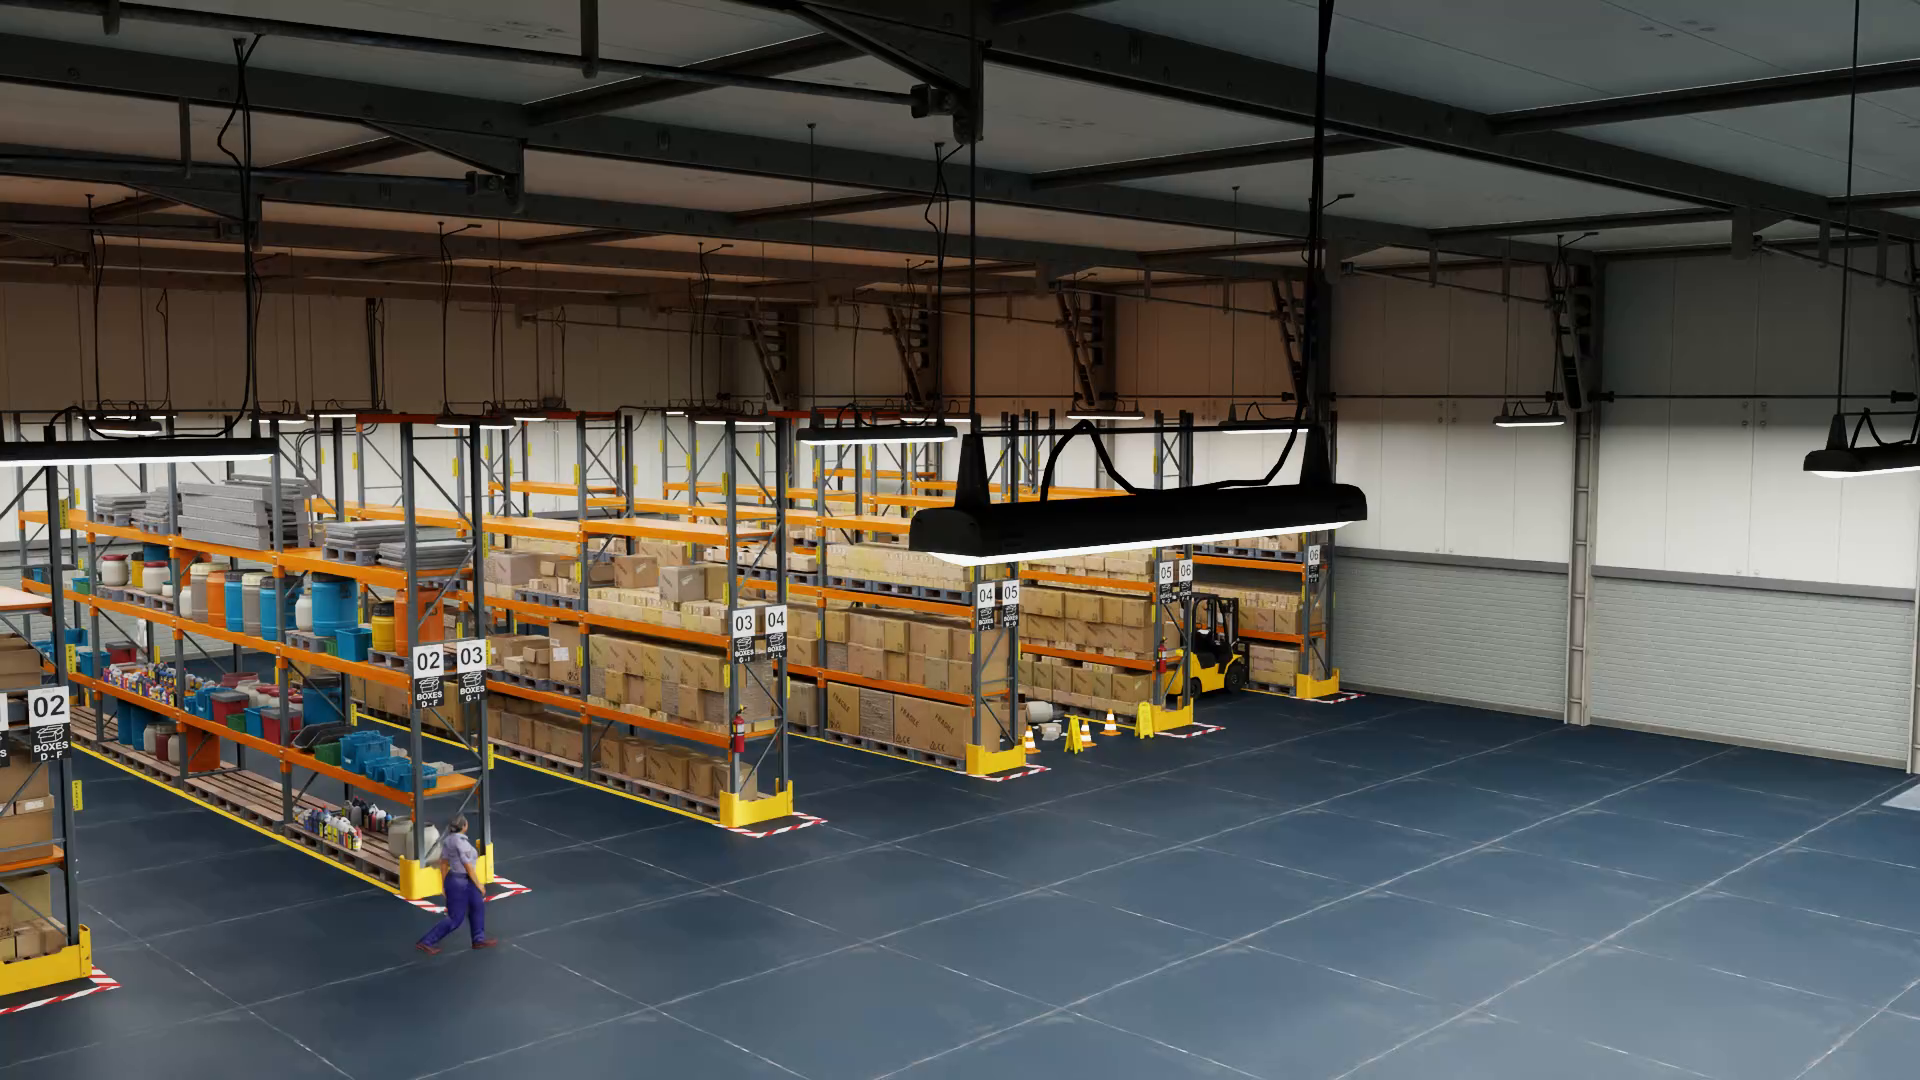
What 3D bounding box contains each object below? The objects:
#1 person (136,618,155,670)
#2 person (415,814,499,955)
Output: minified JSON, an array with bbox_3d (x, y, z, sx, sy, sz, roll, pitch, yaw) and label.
[{"bbox_3d":[-17.844,2.306,36.335,0.777,1.744,0.566,-2,5,-22],"label":"person"},{"bbox_3d":[-5.696,3.899,18.801,0.939,1.594,0.452,-2,5,-24],"label":"person"}]
